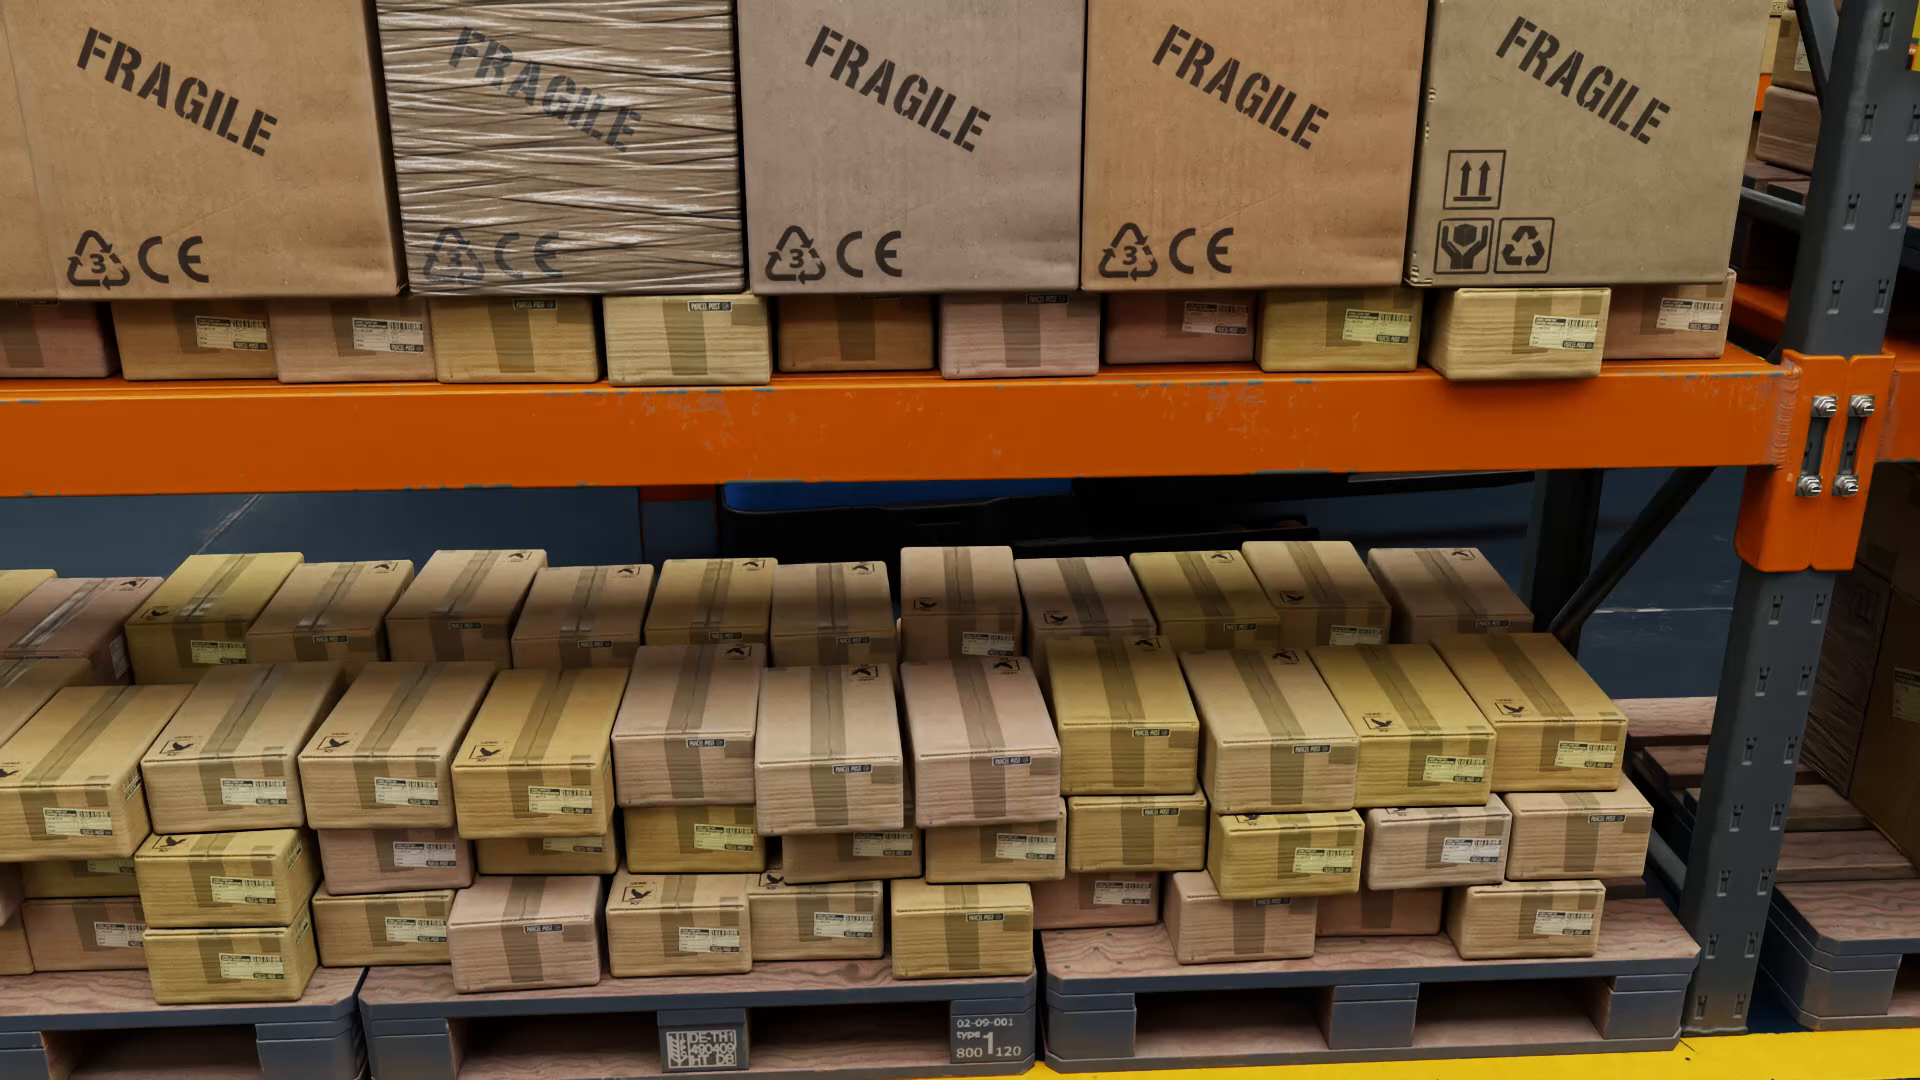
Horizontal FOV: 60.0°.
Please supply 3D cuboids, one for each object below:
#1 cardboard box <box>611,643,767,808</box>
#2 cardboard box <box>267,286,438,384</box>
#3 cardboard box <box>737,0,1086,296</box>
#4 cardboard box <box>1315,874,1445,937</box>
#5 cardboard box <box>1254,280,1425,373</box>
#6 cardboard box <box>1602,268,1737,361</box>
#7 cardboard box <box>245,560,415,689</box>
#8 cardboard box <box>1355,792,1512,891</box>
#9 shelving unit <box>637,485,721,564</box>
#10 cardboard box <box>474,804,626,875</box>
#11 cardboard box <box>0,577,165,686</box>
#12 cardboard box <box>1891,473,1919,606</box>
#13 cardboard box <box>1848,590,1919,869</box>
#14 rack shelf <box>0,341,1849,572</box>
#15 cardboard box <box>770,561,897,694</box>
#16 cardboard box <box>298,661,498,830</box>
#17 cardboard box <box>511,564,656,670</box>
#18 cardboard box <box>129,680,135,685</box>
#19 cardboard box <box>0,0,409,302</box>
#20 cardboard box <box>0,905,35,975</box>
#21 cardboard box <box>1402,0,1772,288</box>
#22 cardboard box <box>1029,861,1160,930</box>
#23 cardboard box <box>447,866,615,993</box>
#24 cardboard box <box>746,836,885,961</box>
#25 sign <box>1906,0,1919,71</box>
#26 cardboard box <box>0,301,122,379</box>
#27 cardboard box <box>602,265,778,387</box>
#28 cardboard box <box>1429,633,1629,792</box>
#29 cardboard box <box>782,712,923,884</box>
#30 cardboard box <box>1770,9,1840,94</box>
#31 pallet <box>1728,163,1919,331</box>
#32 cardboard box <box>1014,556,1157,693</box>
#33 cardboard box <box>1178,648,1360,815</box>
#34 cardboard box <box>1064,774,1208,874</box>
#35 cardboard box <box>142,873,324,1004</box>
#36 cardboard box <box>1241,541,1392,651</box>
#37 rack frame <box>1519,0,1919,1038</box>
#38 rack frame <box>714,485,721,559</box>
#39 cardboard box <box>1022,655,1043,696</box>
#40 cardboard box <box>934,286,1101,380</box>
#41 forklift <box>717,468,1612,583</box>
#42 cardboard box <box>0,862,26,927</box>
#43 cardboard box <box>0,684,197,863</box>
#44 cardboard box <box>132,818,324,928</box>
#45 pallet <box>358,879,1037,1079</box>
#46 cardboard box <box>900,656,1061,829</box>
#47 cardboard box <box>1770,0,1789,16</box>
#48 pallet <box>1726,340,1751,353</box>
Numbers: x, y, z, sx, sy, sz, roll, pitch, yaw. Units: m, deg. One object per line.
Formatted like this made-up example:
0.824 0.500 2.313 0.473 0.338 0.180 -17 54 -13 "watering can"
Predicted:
-0.493 0.338 3.098 0.250 0.149 0.380 -1 21 -3 "cardboard box"
-0.958 -0.382 2.762 0.250 0.149 0.380 -2 21 -4 "cardboard box"
-0.083 -0.694 2.670 0.500 0.500 0.500 -1 21 -3 "cardboard box"
0.763 0.602 3.240 0.250 0.149 0.380 -1 21 -2 "cardboard box"
0.606 -0.404 2.820 0.250 0.149 0.380 0 21 -1 "cardboard box"
1.127 -0.432 2.893 0.250 0.149 0.380 -1 21 -4 "cardboard box"
-1.313 0.182 3.507 0.250 0.149 0.380 -2 21 -5 "cardboard box"
0.834 0.488 3.123 0.250 0.149 0.380 -2 21 -6 "cardboard box"
-0.914 -0.429 5.272 0.252 1.050 0.215 -4 21 -10 "shelving unit"
-0.750 0.472 3.163 0.250 0.149 0.380 0 21 0 "cardboard box"
-1.826 0.215 3.420 0.250 0.149 0.380 -1 21 -2 "cardboard box"
2.152 0.062 3.112 0.500 0.250 0.500 -2 21 -5 "cardboard box"
2.152 0.413 3.244 0.500 0.500 0.500 0 21 -1 "cardboard box"
-0.597 -0.262 3.104 4.000 0.370 1.077 -1 21 -3 "rack shelf"
-0.270 0.185 3.501 0.250 0.149 0.380 -2 21 -5 "cardboard box"
-1.004 0.366 3.024 0.250 0.149 0.380 0 21 -1 "cardboard box"
-0.778 0.191 3.484 0.250 0.149 0.380 -2 21 -5 "cardboard box"
-1.820 0.342 3.507 0.250 0.149 0.380 -2 21 -4 "cardboard box"
-1.108 -0.679 2.631 0.500 0.500 0.500 -1 21 -2 "cardboard box"
-1.796 0.647 3.121 0.250 0.149 0.380 -1 21 -3 "cardboard box"
0.933 -0.714 2.722 0.500 0.500 0.500 -1 21 -3 "cardboard box"
0.233 0.593 3.265 0.250 0.149 0.380 -2 21 -4 "cardboard box"
-0.784 0.661 3.087 0.250 0.149 0.380 -2 21 -6 "cardboard box"
-0.270 0.629 3.170 0.250 0.149 0.380 -1 21 -2 "cardboard box"
1.438 -0.850 2.422 0.005 0.325 0.100 -1 21 -3 "sign"
-1.478 -0.390 2.783 0.250 0.149 0.380 0 21 -1 "cardboard box"
-0.429 -0.375 2.743 0.250 0.149 0.380 -1 21 -2 "cardboard box"
1.059 0.319 3.147 0.250 0.149 0.380 -1 21 -2 "cardboard box"
-0.211 0.480 3.143 0.250 0.149 0.380 -2 21 -6 "cardboard box"
1.785 -0.935 3.205 0.250 0.149 0.380 -1 21 -1 "cardboard box"
2.171 -0.513 3.022 1.213 0.211 1.003 -1 21 -3 "pallet"
0.256 0.173 3.530 0.250 0.149 0.380 -2 21 -4 "cardboard box"
0.558 0.346 3.077 0.250 0.149 0.380 -1 21 -4 "cardboard box"
0.311 0.470 3.170 0.250 0.149 0.380 -1 21 -3 "cardboard box"
-1.287 0.674 3.052 0.250 0.149 0.380 -1 21 -2 "cardboard box"
0.765 0.137 3.625 0.250 0.149 0.380 0 21 0 "cardboard box"
1.399 -0.639 3.082 0.127 3.000 1.000 -1 21 -3 "rack frame"
-0.794 -0.437 5.293 0.008 1.050 0.200 -4 21 -10 "rack frame"
0.261 0.311 3.586 0.250 0.149 0.380 -2 21 -6 "cardboard box"
0.078 -0.391 2.786 0.250 0.149 0.380 -2 21 -5 "cardboard box"
0.693 -1.434 5.268 3.031 2.935 1.130 -4 21 -10 "forklift"
-1.780 0.535 2.999 0.250 0.149 0.380 -1 21 -3 "cardboard box"
-1.524 0.403 2.927 0.250 0.149 0.380 -1 21 -3 "cardboard box"
-1.278 0.532 3.007 0.250 0.149 0.380 -1 21 -1 "cardboard box"
-0.490 0.717 3.442 1.213 0.211 1.003 -1 21 -3 "pallet"
0.029 0.362 3.035 0.250 0.149 0.380 -2 21 -6 "cardboard box"
3.519 -2.510 7.507 0.500 0.250 0.500 -2 21 -4 "cardboard box"
4.218 -1.184 8.433 1.213 0.211 1.003 -1 21 -3 "pallet"
